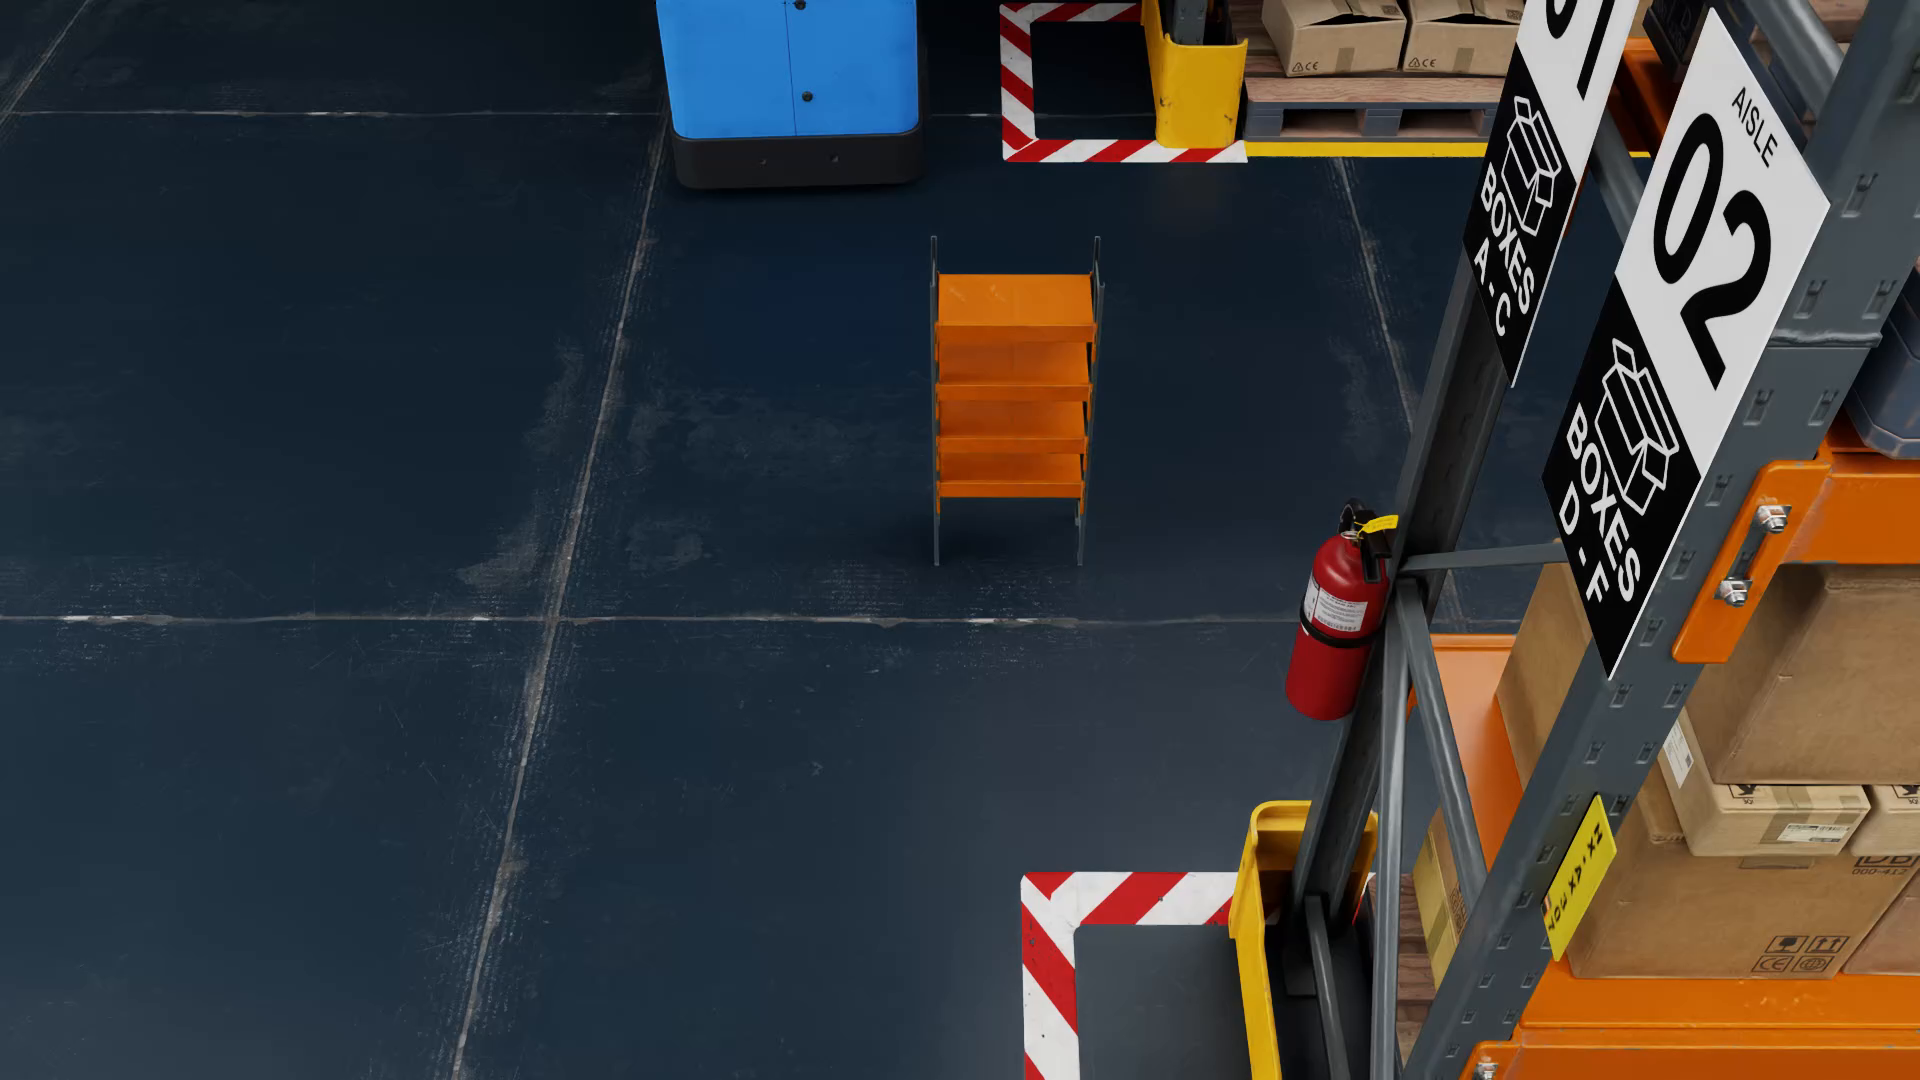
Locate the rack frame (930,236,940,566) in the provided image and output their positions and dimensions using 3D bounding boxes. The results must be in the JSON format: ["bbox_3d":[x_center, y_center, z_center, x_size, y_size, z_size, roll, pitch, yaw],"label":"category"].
[{"bbox_3d":[-0.078,-0.409,5.311,0.015,1.200,0.240,0,47,0],"label":"rack frame"}]

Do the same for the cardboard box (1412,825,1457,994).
[{"bbox_3d":[1.497,1.021,4.342,0.500,0.250,0.500,0,47,0],"label":"cardboard box"}]

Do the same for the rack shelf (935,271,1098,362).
[{"bbox_3d":[0.166,-0.676,5.023,0.480,0.148,0.258,0,47,0],"label":"rack shelf"}]

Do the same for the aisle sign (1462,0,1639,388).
[{"bbox_3d":[0.895,-0.659,2.538,0.004,0.787,0.394,0,47,0],"label":"aisle sign"}]

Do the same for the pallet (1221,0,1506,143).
[{"bbox_3d":[1.862,-2.206,7.659,1.213,0.211,1.003,0,47,0],"label":"pallet"}]

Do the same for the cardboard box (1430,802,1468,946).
[{"bbox_3d":[1.497,0.764,4.069,0.500,0.500,0.500,0,47,0],"label":"cardboard box"}]

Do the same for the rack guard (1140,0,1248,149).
[{"bbox_3d":[1.050,-2.332,7.579,0.348,0.500,1.175,0,47,0],"label":"rack guard"}]

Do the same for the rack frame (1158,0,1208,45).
[{"bbox_3d":[0.974,-3.184,6.665,0.127,3.000,1.000,0,47,0],"label":"rack frame"}]

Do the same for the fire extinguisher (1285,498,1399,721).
[{"bbox_3d":[0.843,0.128,3.635,0.183,0.674,0.296,0,47,0],"label":"fire extinguisher"}]

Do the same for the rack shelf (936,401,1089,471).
[{"bbox_3d":[0.166,-0.363,5.360,0.480,0.148,0.258,0,47,0],"label":"rack shelf"}]

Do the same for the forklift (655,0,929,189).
[{"bbox_3d":[-0.751,-3.554,7.056,1.130,2.935,3.031,-2,47,-2],"label":"forklift"}]

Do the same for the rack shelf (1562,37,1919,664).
[{"bbox_3d":[2.959,-0.330,2.450,4.000,0.370,1.077,0,47,0],"label":"rack shelf"}]

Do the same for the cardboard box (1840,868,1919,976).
[{"bbox_3d":[1.951,0.416,3.245,0.500,0.500,0.700,1,47,1],"label":"cardboard box"}]

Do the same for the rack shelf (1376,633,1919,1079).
[{"bbox_3d":[2.959,0.692,3.548,4.000,0.370,1.077,0,47,0],"label":"rack shelf"}]

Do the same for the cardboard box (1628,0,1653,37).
[{"bbox_3d":[2.969,-2.375,7.318,0.500,0.500,0.700,-3,47,-2],"label":"cardboard box"}]

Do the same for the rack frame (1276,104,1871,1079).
[{"bbox_3d":[0.959,0.442,3.290,0.127,3.000,1.000,0,47,0],"label":"rack frame"}]

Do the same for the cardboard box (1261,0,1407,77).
[{"bbox_3d":[1.666,-2.350,7.425,0.500,0.311,0.500,-5,47,-4],"label":"cardboard box"}]

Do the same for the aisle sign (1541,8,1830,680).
[{"bbox_3d":[0.893,-0.220,2.129,0.004,0.787,0.394,0,47,0],"label":"aisle sign"}]

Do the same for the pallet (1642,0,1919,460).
[{"bbox_3d":[1.666,-0.529,2.205,1.213,0.211,1.003,0,47,0],"label":"pallet"}]

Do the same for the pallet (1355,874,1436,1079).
[{"bbox_3d":[1.724,1.363,4.337,1.213,0.211,1.003,0,47,0],"label":"pallet"}]

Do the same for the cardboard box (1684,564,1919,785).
[{"bbox_3d":[1.479,-0.024,2.768,0.500,0.500,0.700,0,47,0],"label":"cardboard box"}]

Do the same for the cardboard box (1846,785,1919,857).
[{"bbox_3d":[1.615,0.344,2.869,0.250,0.149,0.380,-1,47,-1],"label":"cardboard box"}]

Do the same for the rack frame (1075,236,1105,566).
[{"bbox_3d":[0.410,-0.408,5.310,0.015,1.200,0.240,0,47,0],"label":"rack frame"}]

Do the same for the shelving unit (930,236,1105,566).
[{"bbox_3d":[0.166,-0.408,5.310,0.503,1.200,0.258,0,47,0],"label":"shelving unit"}]

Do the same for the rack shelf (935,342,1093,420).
[{"bbox_3d":[0.166,-0.515,5.196,0.480,0.148,0.258,0,47,0],"label":"rack shelf"}]

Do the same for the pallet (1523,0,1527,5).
[{"bbox_3d":[3.079,-2.200,7.654,1.213,0.211,1.003,0,47,0],"label":"pallet"}]

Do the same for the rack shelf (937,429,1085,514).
[{"bbox_3d":[0.166,-0.227,5.505,0.480,0.148,0.258,0,47,0],"label":"rack shelf"}]

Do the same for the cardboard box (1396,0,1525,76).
[{"bbox_3d":[2.236,-2.349,7.423,0.500,0.311,0.500,4,47,3],"label":"cardboard box"}]

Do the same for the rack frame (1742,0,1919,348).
[{"bbox_3d":[0.959,-1.602,1.094,0.127,3.000,1.000,0,47,0],"label":"rack frame"}]

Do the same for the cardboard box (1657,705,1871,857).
[{"bbox_3d":[1.351,0.345,2.868,0.250,0.149,0.380,0,47,0],"label":"cardboard box"}]

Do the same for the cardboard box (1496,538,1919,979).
[{"bbox_3d":[1.426,0.418,3.243,0.500,0.500,0.700,0,47,0],"label":"cardboard box"}]

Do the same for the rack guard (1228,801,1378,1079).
[{"bbox_3d":[0.935,1.293,4.205,0.348,0.500,1.175,0,47,0],"label":"rack guard"}]

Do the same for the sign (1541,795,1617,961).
[{"bbox_3d":[0.951,0.526,2.566,0.005,0.325,0.100,0,47,0],"label":"sign"}]
